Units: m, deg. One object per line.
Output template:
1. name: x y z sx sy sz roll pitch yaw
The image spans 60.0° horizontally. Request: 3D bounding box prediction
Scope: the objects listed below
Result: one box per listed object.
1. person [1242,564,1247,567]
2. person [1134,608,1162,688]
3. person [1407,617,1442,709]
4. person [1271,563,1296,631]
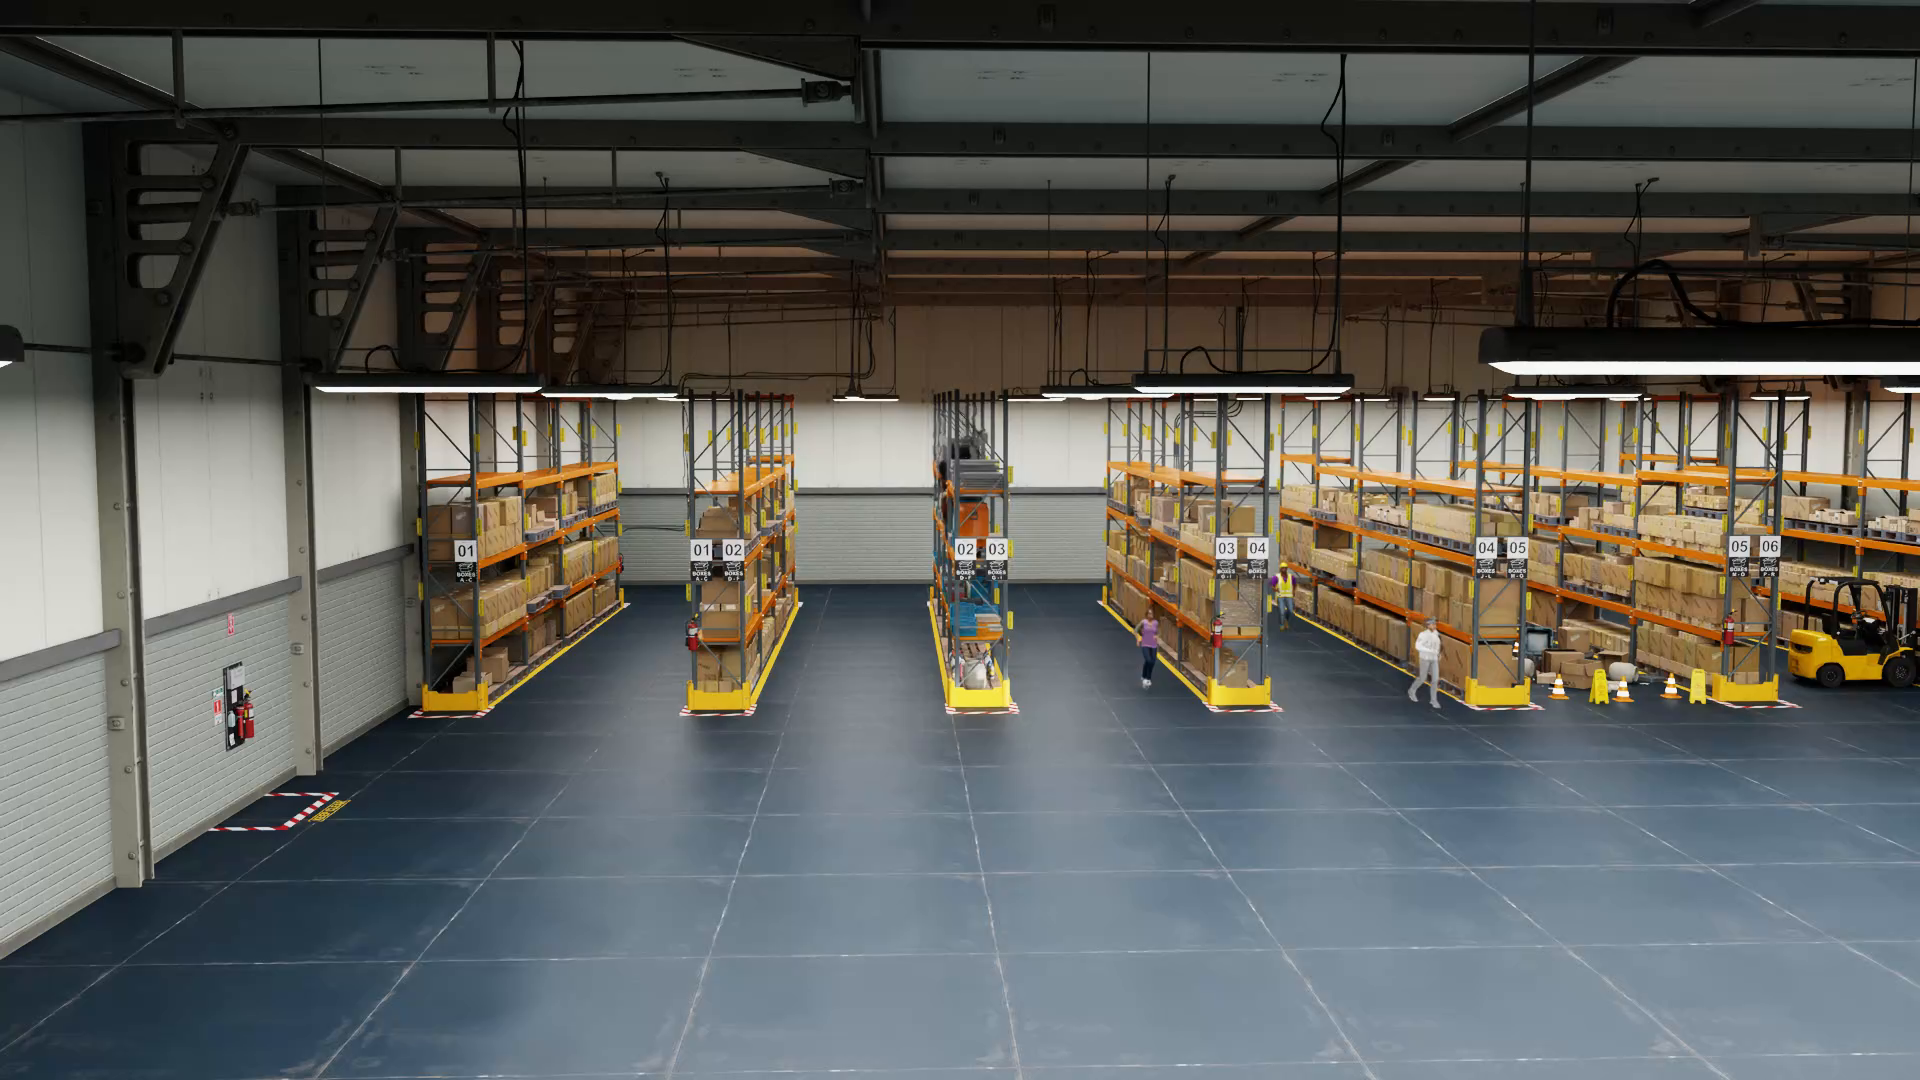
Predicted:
1. person: 7.952 1.065 46.624 0.707 1.719 0.545 0 5 0
2. person: 3.783 2.161 33.303 0.506 1.586 0.656 -1 5 -11
3. person: 8.922 2.298 31.657 0.634 1.714 0.825 -2 5 -20
4. person: 8.180 1.438 41.877 0.688 1.721 0.582 0 5 -1
